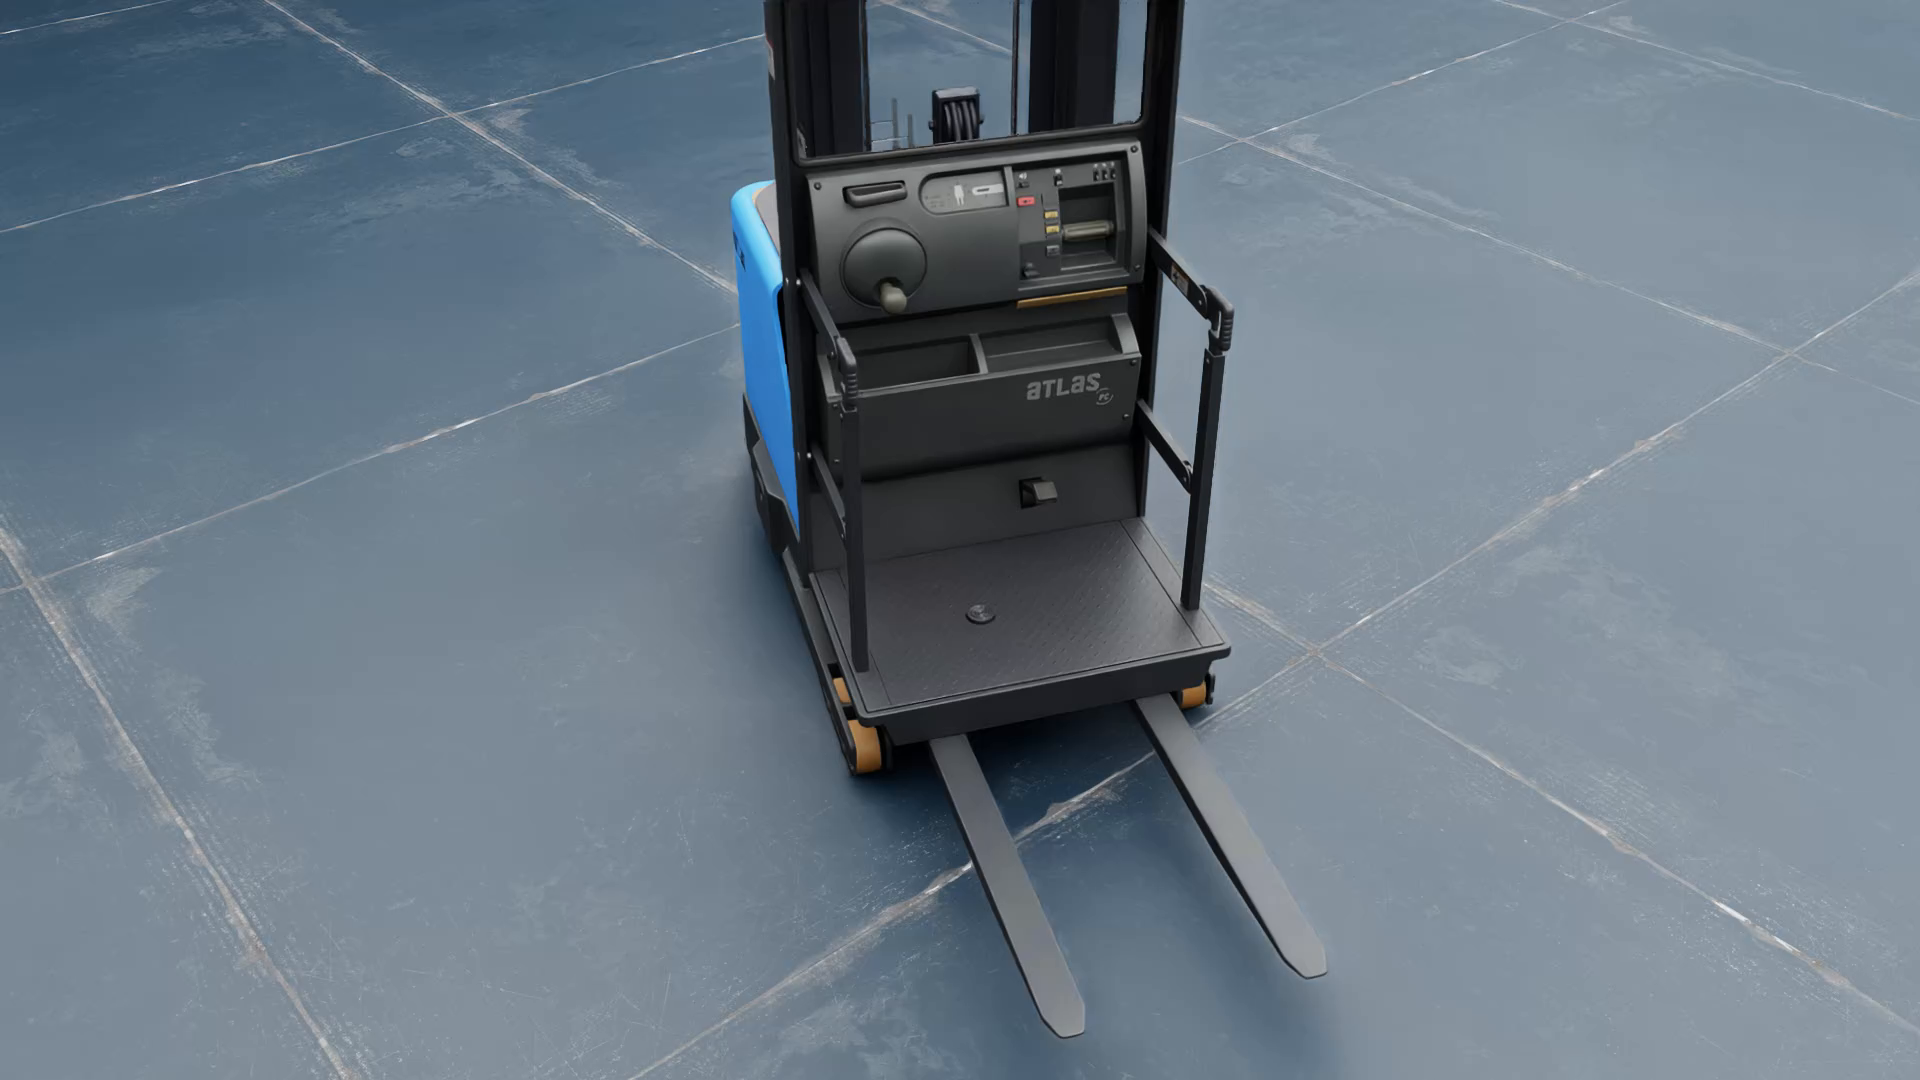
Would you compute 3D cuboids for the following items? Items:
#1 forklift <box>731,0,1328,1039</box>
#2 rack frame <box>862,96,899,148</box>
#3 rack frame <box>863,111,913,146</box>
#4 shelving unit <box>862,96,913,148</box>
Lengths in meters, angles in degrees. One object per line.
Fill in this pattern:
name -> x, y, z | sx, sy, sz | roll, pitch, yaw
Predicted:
forklift -> 0.121, -0.778, 4.313 | 1.130, 2.935, 3.031 | -10, 36, -13
rack frame -> -0.328, -1.045, 6.188 | 0.240, 1.200, 0.006 | -11, 34, -15
rack frame -> -0.269, -0.954, 6.041 | 0.240, 1.200, 0.006 | -11, 34, -15
shelving unit -> -0.299, -0.999, 6.115 | 0.258, 1.200, 0.189 | -11, 34, -15
